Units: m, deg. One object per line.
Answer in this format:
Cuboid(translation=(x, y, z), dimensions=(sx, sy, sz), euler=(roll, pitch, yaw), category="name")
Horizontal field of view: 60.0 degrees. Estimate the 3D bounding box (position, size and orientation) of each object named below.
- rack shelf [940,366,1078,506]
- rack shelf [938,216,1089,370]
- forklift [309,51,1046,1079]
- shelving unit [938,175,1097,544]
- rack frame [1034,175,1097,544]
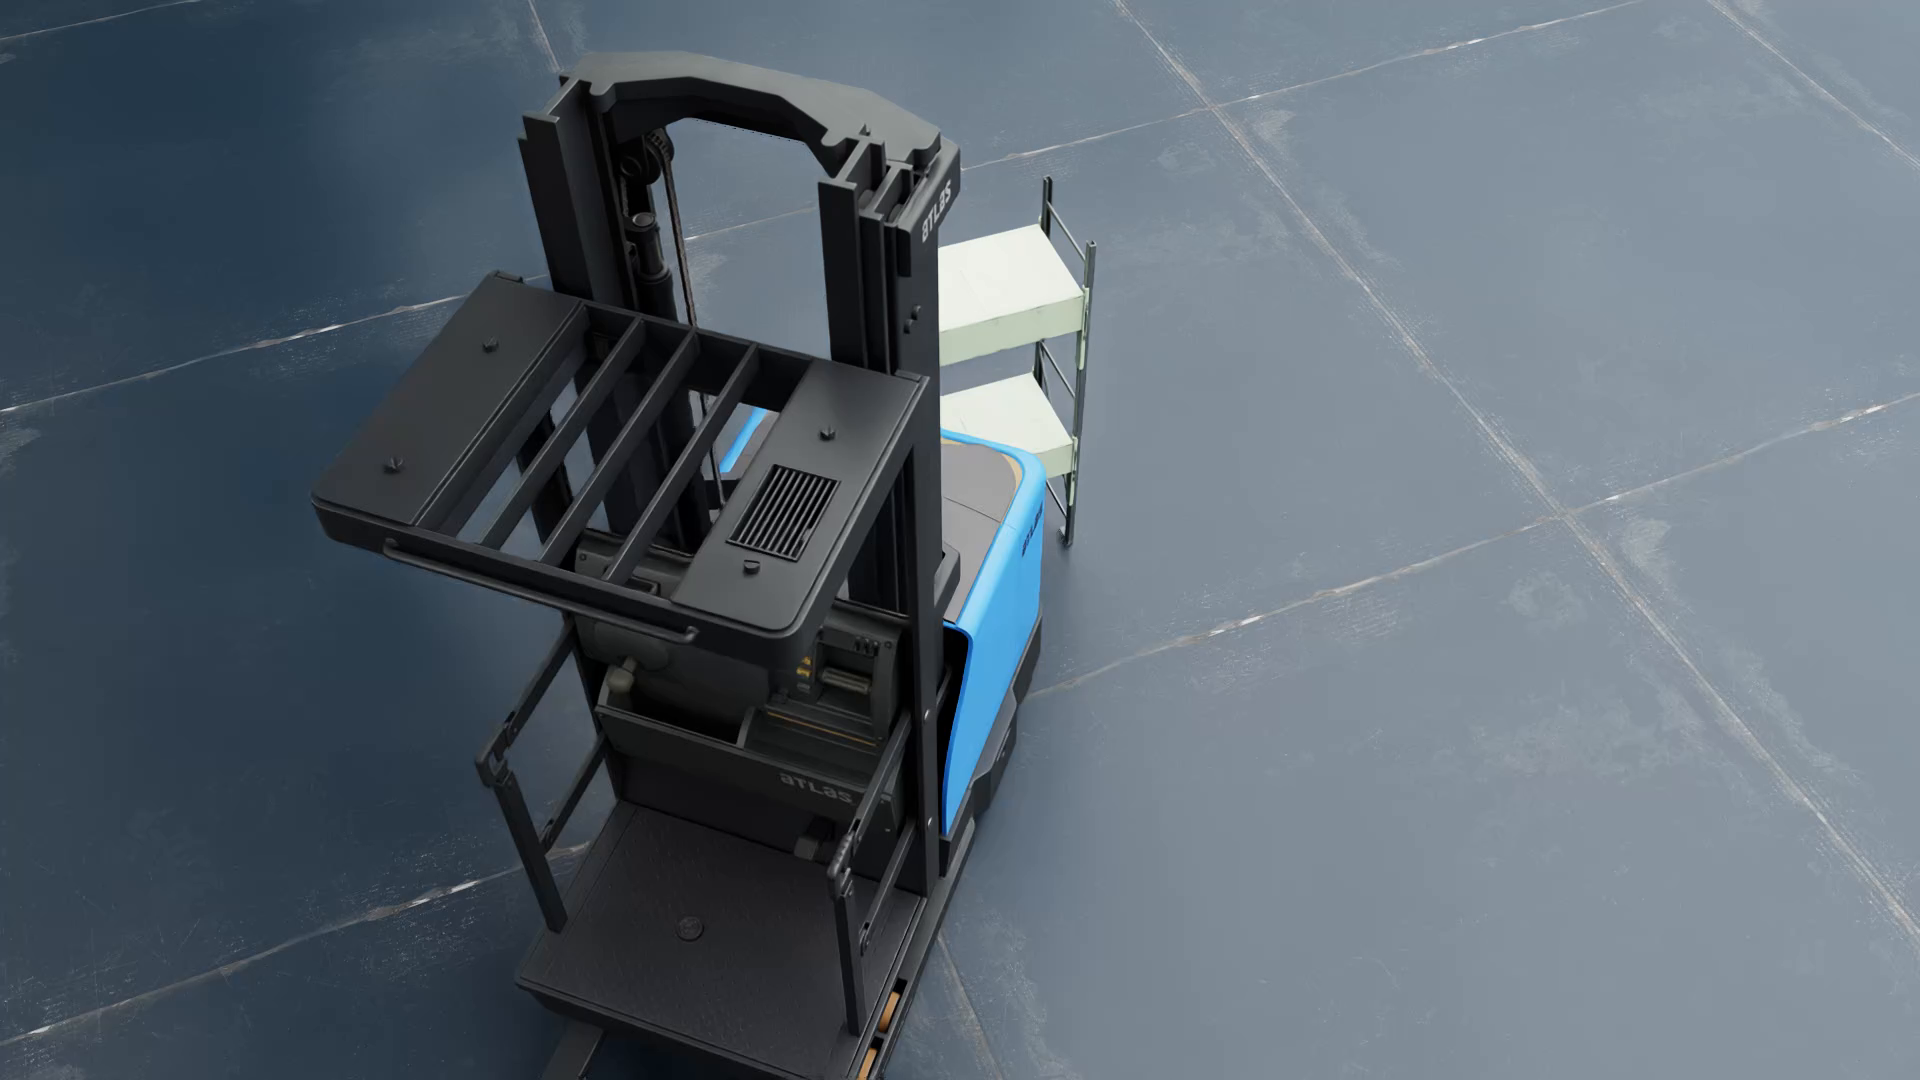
Cuboid(translation=(0.024, -0.304, 6.293), dimensions=(0.720, 0.370, 0.431), euler=(-16, 51, -13), category="rack shelf")
Cuboid(translation=(0.024, -0.770, 5.749), dimensions=(0.720, 0.370, 0.431), euler=(-16, 51, -13), category="rack shelf")
Cuboid(translation=(-0.677, 0.396, 4.318), dimensions=(1.130, 2.935, 3.031), euler=(15, 51, 13), category="forklift")
Cuboid(translation=(0.024, -0.516, 6.045), dimensions=(0.755, 1.500, 0.431), euler=(-16, 51, -13), category="shelving unit")
Cuboid(translation=(0.366, -0.615, 6.130), dimensions=(0.023, 1.500, 0.400), euler=(-16, 51, -13), category="rack frame")
